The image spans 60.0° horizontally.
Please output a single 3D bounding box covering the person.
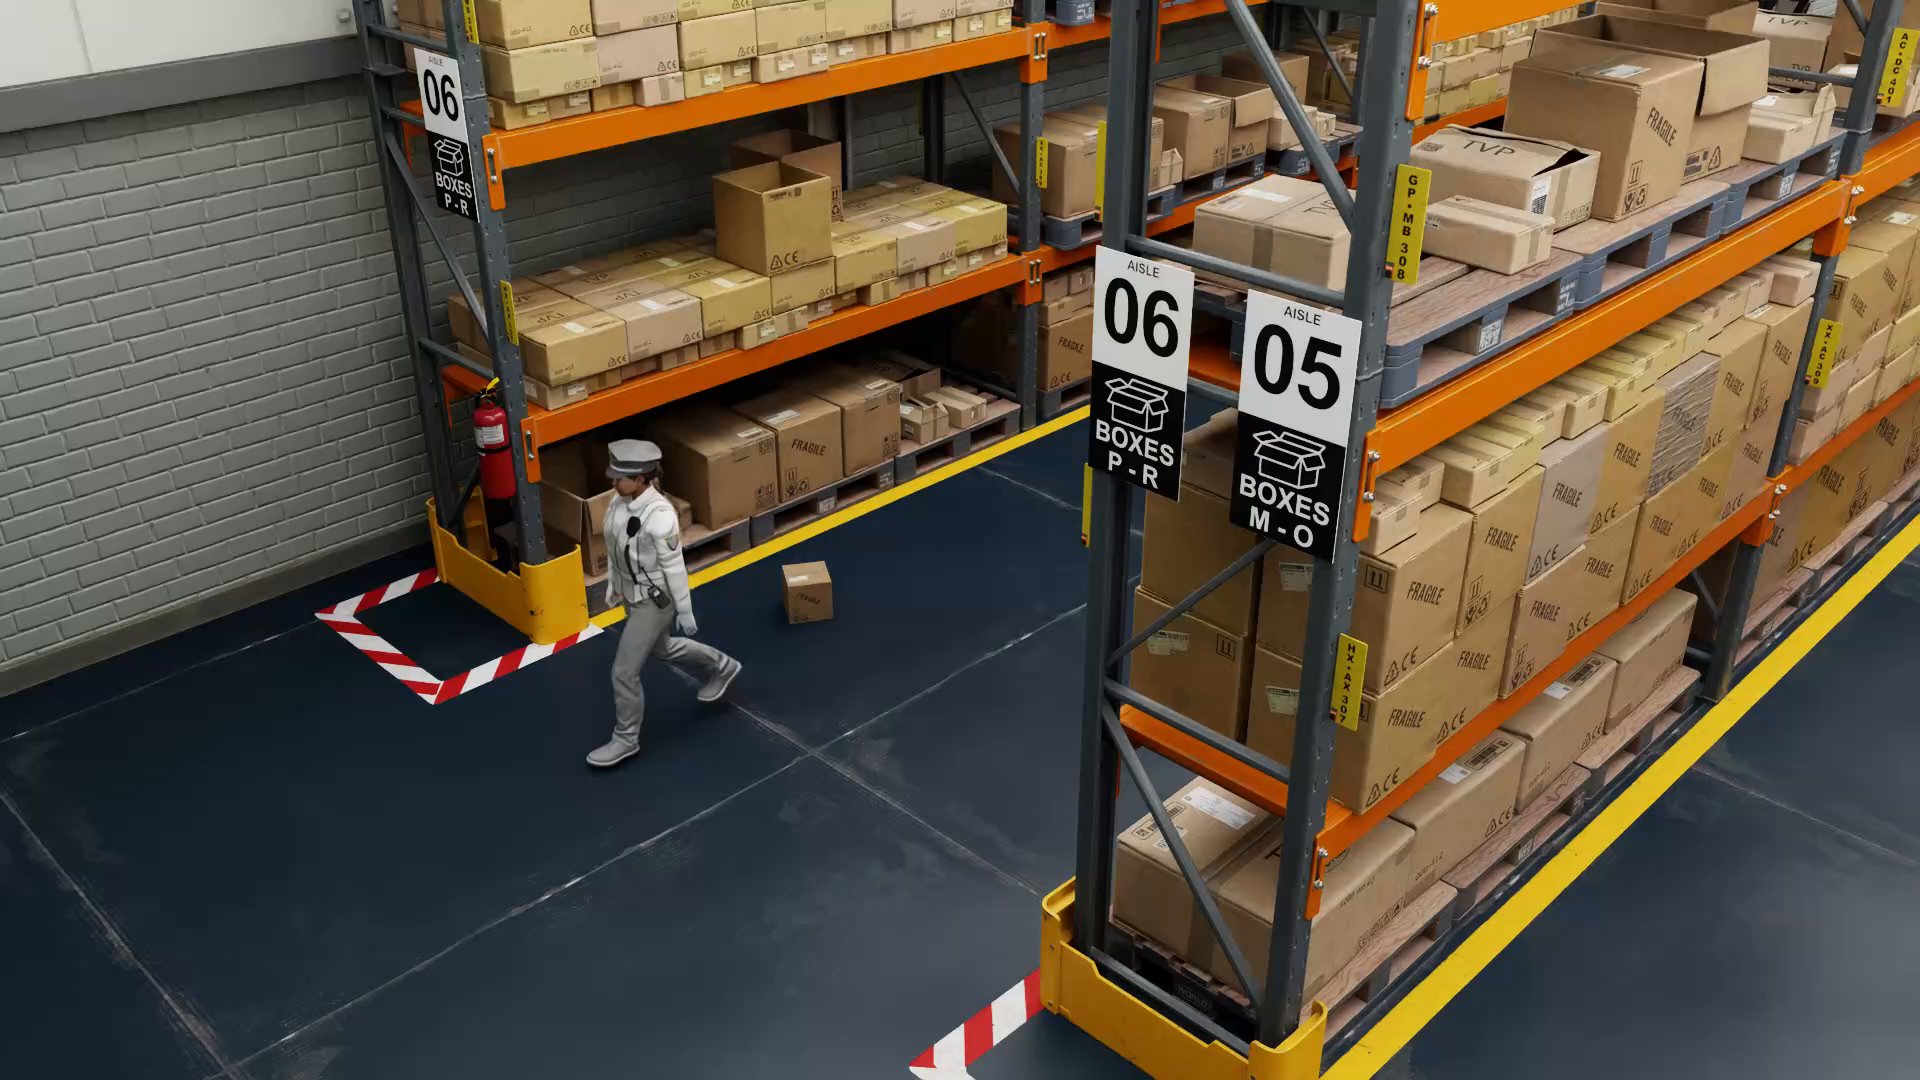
[{"bbox_3d":[-1.514,0.251,8.132,0.925,1.621,0.527,-19,33,-31],"label":"person"}]
